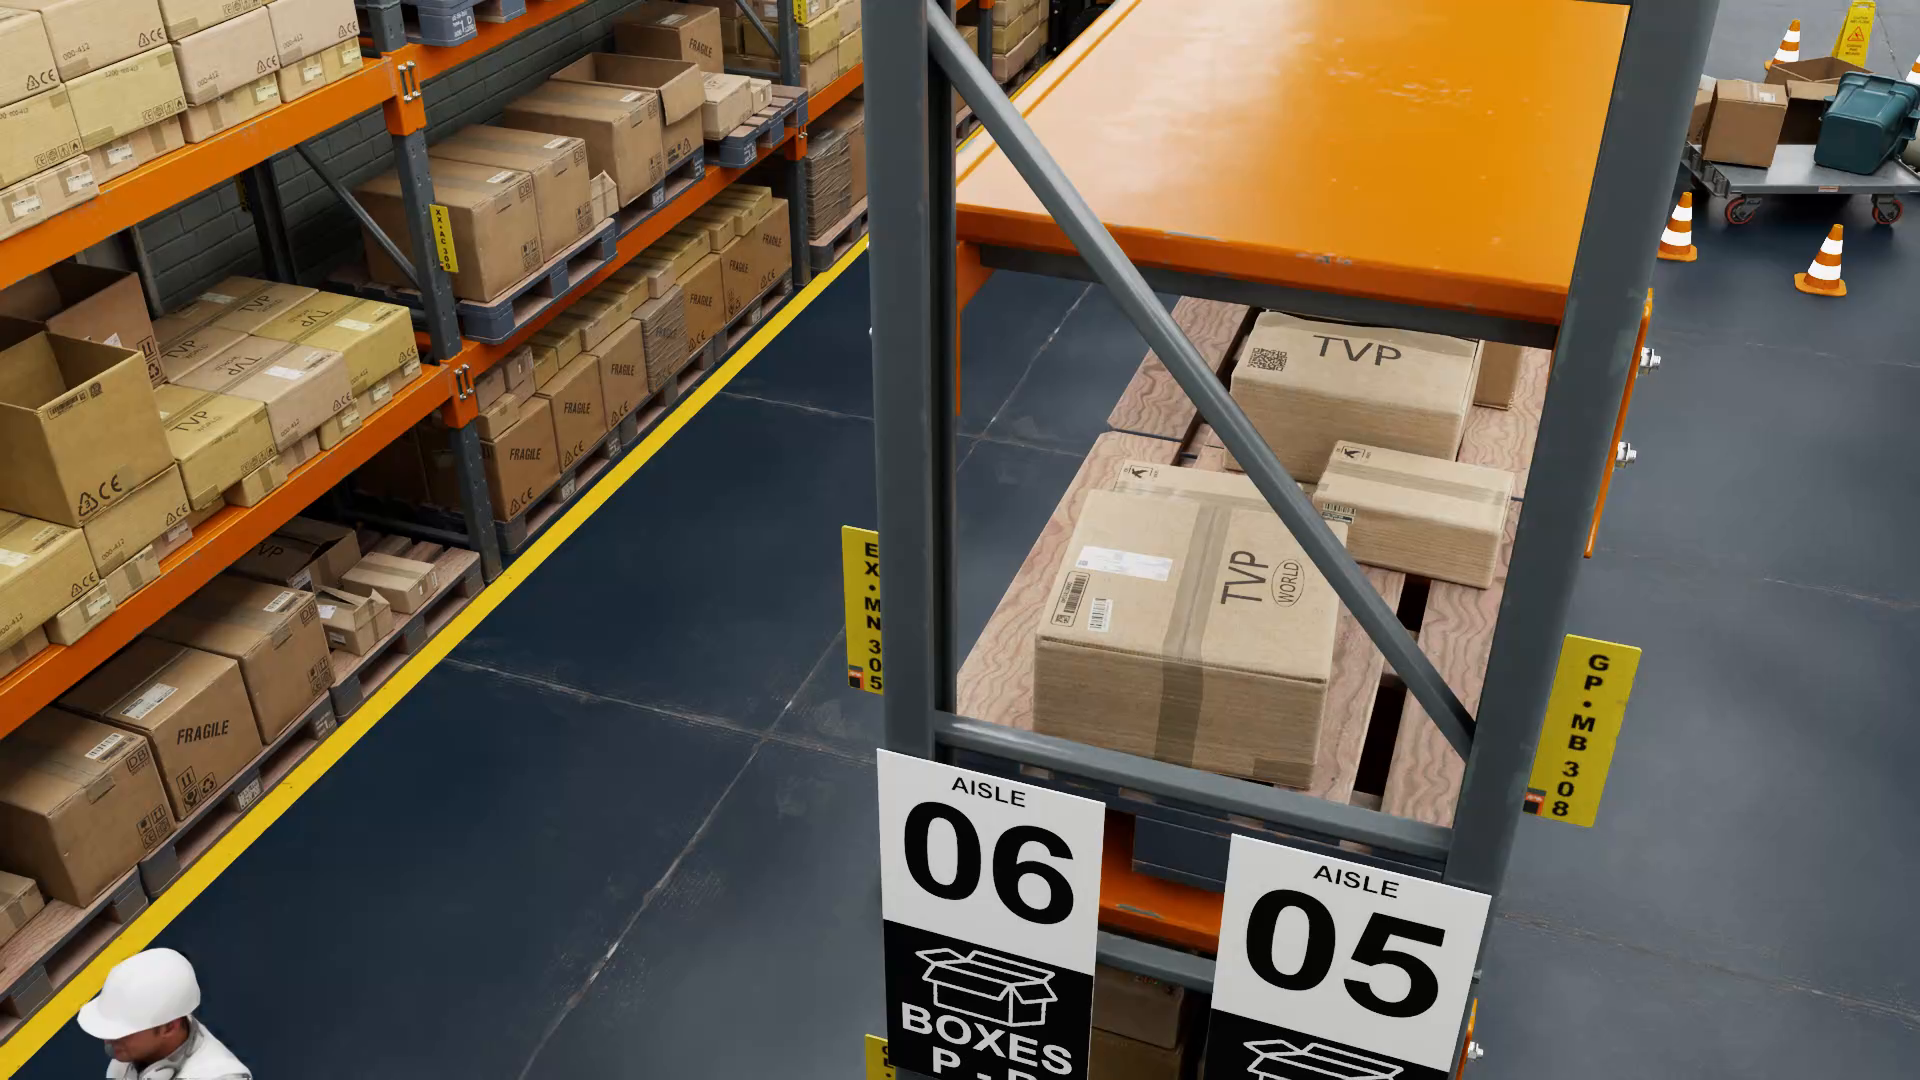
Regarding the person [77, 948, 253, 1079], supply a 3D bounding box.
[{"bbox_3d":[-2.114,1.837,4.717,0.539,1.746,0.831,23,39,31],"label":"person"}]
